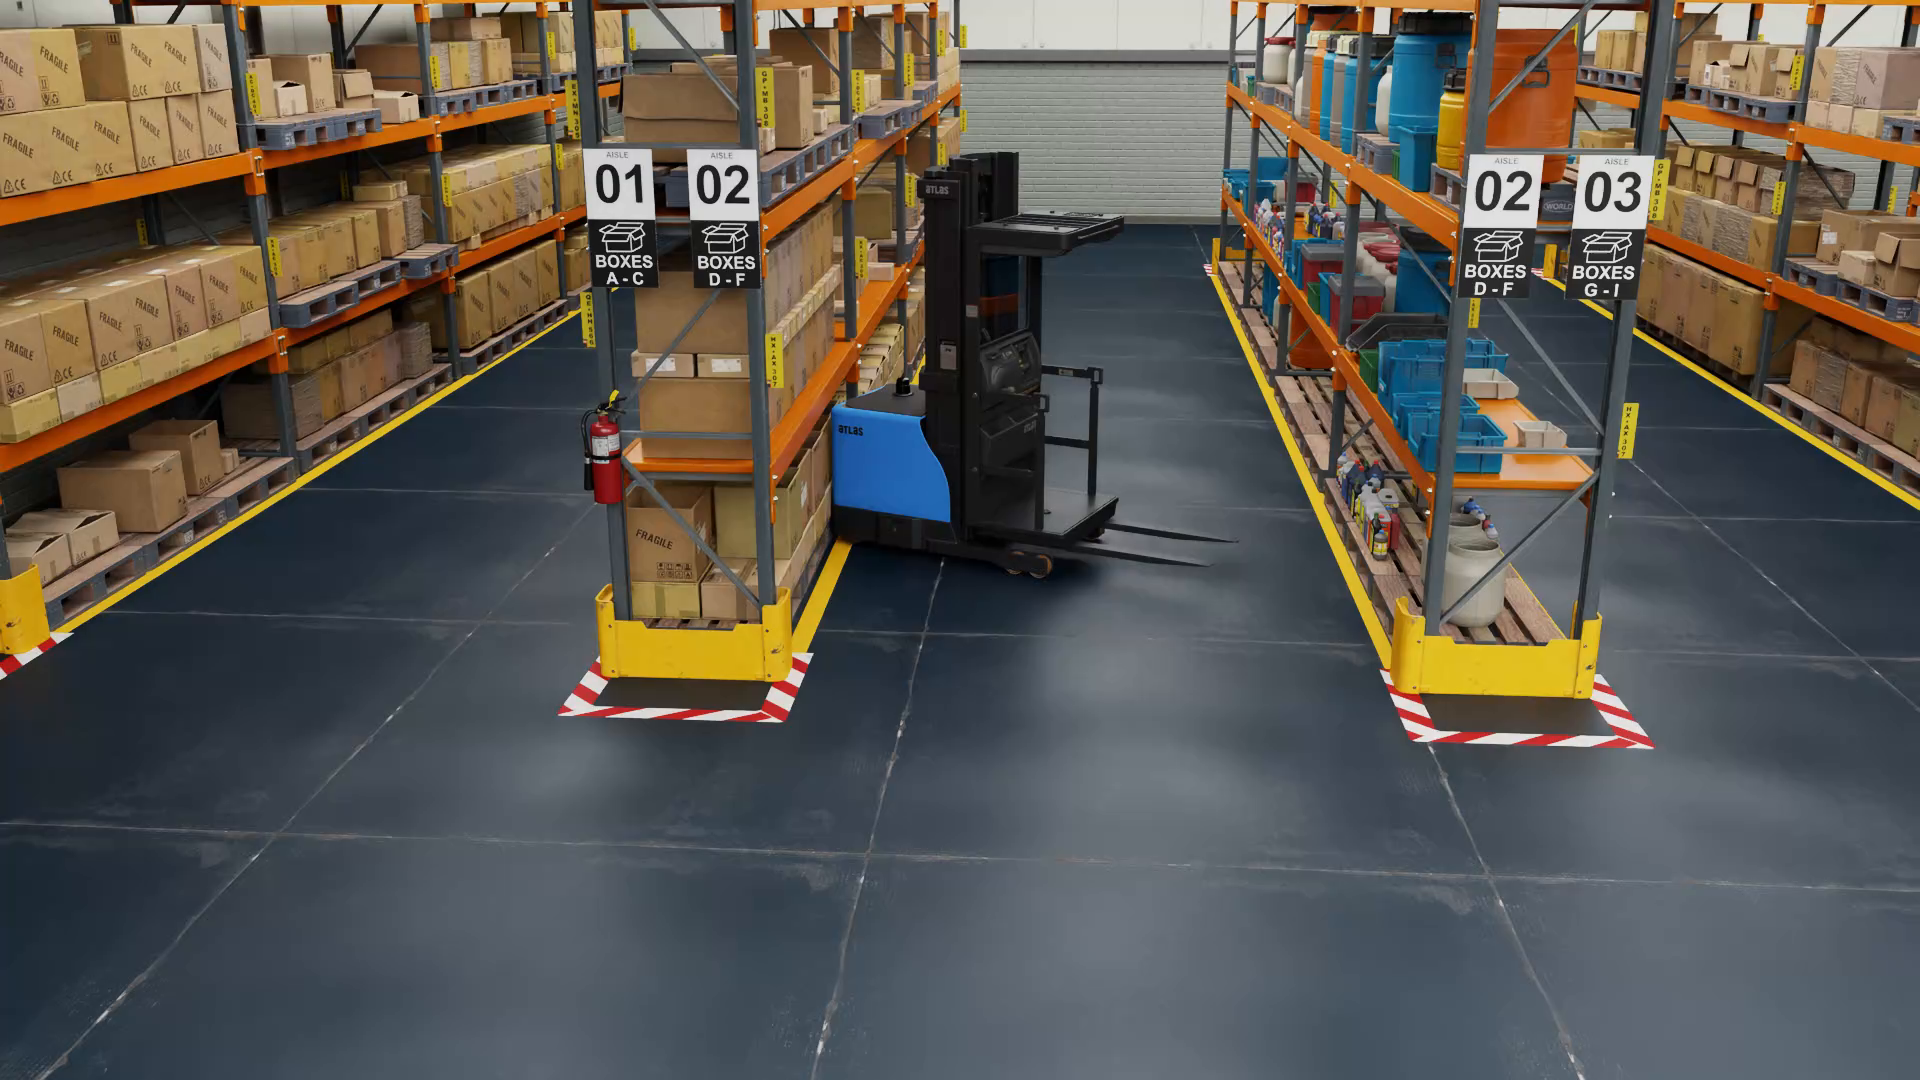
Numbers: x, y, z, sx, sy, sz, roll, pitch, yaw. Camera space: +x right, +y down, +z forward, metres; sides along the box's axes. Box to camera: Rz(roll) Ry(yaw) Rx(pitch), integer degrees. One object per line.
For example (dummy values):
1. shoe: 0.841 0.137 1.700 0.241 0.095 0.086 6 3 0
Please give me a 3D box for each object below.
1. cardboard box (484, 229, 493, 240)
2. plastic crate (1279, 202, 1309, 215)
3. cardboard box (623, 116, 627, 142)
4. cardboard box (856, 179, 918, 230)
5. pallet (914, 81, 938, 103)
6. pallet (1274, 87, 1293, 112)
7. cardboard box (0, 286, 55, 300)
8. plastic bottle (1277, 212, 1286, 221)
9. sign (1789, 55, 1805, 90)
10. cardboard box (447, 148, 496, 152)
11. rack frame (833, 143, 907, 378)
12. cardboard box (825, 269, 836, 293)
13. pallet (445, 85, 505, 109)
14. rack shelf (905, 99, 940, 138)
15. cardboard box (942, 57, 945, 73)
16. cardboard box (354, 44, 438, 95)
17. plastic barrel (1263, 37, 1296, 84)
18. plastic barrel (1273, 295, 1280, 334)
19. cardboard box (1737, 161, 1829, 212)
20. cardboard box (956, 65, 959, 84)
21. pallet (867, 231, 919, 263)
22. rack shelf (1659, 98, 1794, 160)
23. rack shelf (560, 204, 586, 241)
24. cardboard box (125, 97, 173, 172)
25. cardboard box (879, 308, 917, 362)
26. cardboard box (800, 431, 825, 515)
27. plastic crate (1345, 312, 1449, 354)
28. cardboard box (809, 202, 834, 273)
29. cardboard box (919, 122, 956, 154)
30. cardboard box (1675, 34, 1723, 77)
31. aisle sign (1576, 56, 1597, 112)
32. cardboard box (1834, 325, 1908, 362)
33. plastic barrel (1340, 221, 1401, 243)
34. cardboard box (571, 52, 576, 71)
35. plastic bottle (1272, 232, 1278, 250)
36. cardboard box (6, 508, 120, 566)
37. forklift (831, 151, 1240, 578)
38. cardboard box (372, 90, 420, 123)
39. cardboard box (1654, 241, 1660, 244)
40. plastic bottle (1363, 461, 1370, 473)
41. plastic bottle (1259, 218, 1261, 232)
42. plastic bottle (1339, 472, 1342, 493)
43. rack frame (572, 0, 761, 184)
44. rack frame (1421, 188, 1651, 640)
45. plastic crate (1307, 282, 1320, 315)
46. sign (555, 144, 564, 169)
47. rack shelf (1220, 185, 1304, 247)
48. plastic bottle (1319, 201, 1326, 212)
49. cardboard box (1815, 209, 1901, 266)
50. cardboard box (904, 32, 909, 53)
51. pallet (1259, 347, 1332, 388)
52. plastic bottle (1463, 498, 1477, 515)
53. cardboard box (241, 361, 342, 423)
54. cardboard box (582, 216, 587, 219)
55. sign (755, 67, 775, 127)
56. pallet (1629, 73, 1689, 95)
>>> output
1. cardboard box: -5.697 -3.605 19.478 0.380 0.149 0.250 2 18 5
2. plastic crate: 4.328 -4.283 21.503 0.396 0.136 0.243 1 18 4
3. cardboard box: -1.829 -2.607 10.586 0.500 0.250 0.500 1 18 4
4. cardboard box: -0.886 -3.833 18.967 0.700 0.500 0.500 5 19 14
5. pallet: -0.905 -5.485 20.330 1.213 0.211 1.003 1 18 4
6. pallet: 4.115 -4.976 18.778 1.003 0.211 1.213 1 18 4
7. cardboard box: -6.689 -1.495 11.673 0.500 0.500 0.500 1 18 2
8. plastic bottle: 3.824 -3.753 19.759 0.152 0.276 0.135 1 18 4
9. sign: 8.253 -4.609 16.397 0.100 0.325 0.005 1 18 4
10. cardboard box: -6.053 -4.714 20.619 0.500 0.250 0.500 1 18 5
11. rack frame: -1.075 -3.108 17.590 1.000 3.000 0.127 1 18 4
12. cardboard box: -1.187 -2.055 13.175 0.380 0.149 0.250 1 18 3
13. pallet: -5.946 -5.101 19.160 1.003 0.211 1.213 2 18 6
14. rack shelf: -0.932 -4.812 19.131 1.077 0.370 4.000 1 18 4
15. cardboard box: -0.472 -6.243 21.778 0.500 0.250 0.500 1 18 4
16. cardboard box: -6.039 -5.048 17.828 0.700 0.500 0.500 0 18 0
17. plastic barrel: 3.864 -5.770 20.005 0.433 0.535 0.433 0 18 0
18. plastic barrel: 3.916 -2.694 19.648 0.421 0.512 0.421 0 18 0
19. cardboard box: 8.924 -3.839 18.049 0.797 0.503 0.637 2 18 5
20. cardboard box: -0.275 -6.781 24.224 0.500 0.250 0.500 1 18 4
21. pallet: -1.096 -3.229 18.267 1.213 0.211 1.003 1 18 4
22. rack shelf: 8.949 -4.590 18.452 1.077 0.370 4.000 1 18 4
23. rack shelf: -5.586 -4.739 23.723 1.077 0.370 4.000 1 18 4
24. cardboard box: -6.144 -2.965 12.145 0.500 0.500 0.500 1 18 2
25. cardboard box: -0.757 -2.264 18.323 0.500 0.500 0.500 2 18 6
26. cardboard box: -1.278 -0.500 12.168 0.500 0.500 0.500 1 18 4
27. plastic crate: 3.414 -1.564 12.980 0.767 0.338 0.504 1 18 4
28. cardboard box: -1.387 -2.391 13.160 0.700 0.500 0.500 1 18 4
29. cardboard box: -0.327 -5.653 23.590 0.500 0.500 0.500 2 18 5
30. cardboard box: 9.088 -6.092 20.885 0.700 0.500 0.500 0 18 1
31. aisle sign: 9.085 -6.634 24.178 0.394 0.787 0.004 1 18 4
32. cardboard box: 8.760 -1.889 15.975 0.500 0.250 0.500 3 18 10
33. plastic barrel: 4.134 -2.910 16.767 0.600 0.536 0.708 1 18 4
34. cardboard box: -5.366 -6.427 22.309 0.500 0.250 0.500 1 18 3
35. plastic bottle: 3.561 -3.355 18.665 0.097 0.201 0.097 0 18 0
36. cardboard box: -6.409 -0.054 11.881 0.500 0.311 0.500 3 18 8
37. forklift: 0.557 -1.305 12.198 3.031 2.935 1.130 9 20 25
38. cardboard box: -5.799 -4.380 16.767 0.500 0.311 0.500 1 18 4
39. cardboard box: 9.219 -3.521 21.588 0.875 0.875 0.875 1 18 4
40. plastic bottle: 3.229 -0.479 13.225 0.061 0.283 0.133 1 18 4
41. plastic bottle: 3.670 -3.829 20.111 0.097 0.201 0.097 0 18 0
42. plastic bottle: 3.104 -0.481 13.360 0.097 0.201 0.097 0 18 0
43. rack frame: -1.648 -3.474 9.073 1.000 3.000 0.127 1 18 4
44. rack frame: 3.292 -0.511 9.666 1.000 3.000 0.127 1 18 4
45. plastic crate: 3.422 -2.200 15.160 0.450 0.188 0.662 1 18 4
46. sign: -5.188 -4.963 21.520 0.100 0.325 0.005 1 18 4
47. rack shelf: 4.295 -4.518 23.048 1.077 0.370 4.000 1 18 4
48. plastic bottle: 4.413 -3.922 20.154 0.144 0.351 0.185 1 18 4
49. cardboard box: 8.807 -2.964 16.316 0.500 0.500 0.500 -1 18 -3
50. cardboard box: -0.923 -5.707 19.710 0.600 0.600 0.600 1 18 3
51. pallet: 3.880 -1.917 18.433 1.003 0.211 1.213 1 18 4
52. plastic bottle: 3.779 -0.180 12.332 0.097 0.271 0.097 0 18 0
53. cardboard box: -6.280 -1.387 15.645 0.700 0.500 0.500 1 18 3
54. cardboard box: -5.584 -4.845 25.191 0.380 0.149 0.250 1 18 4
55. sign: -1.095 -2.487 9.348 0.100 0.325 0.005 1 18 4
56. pallet: 9.161 -5.765 21.024 1.003 0.211 1.213 1 18 4
